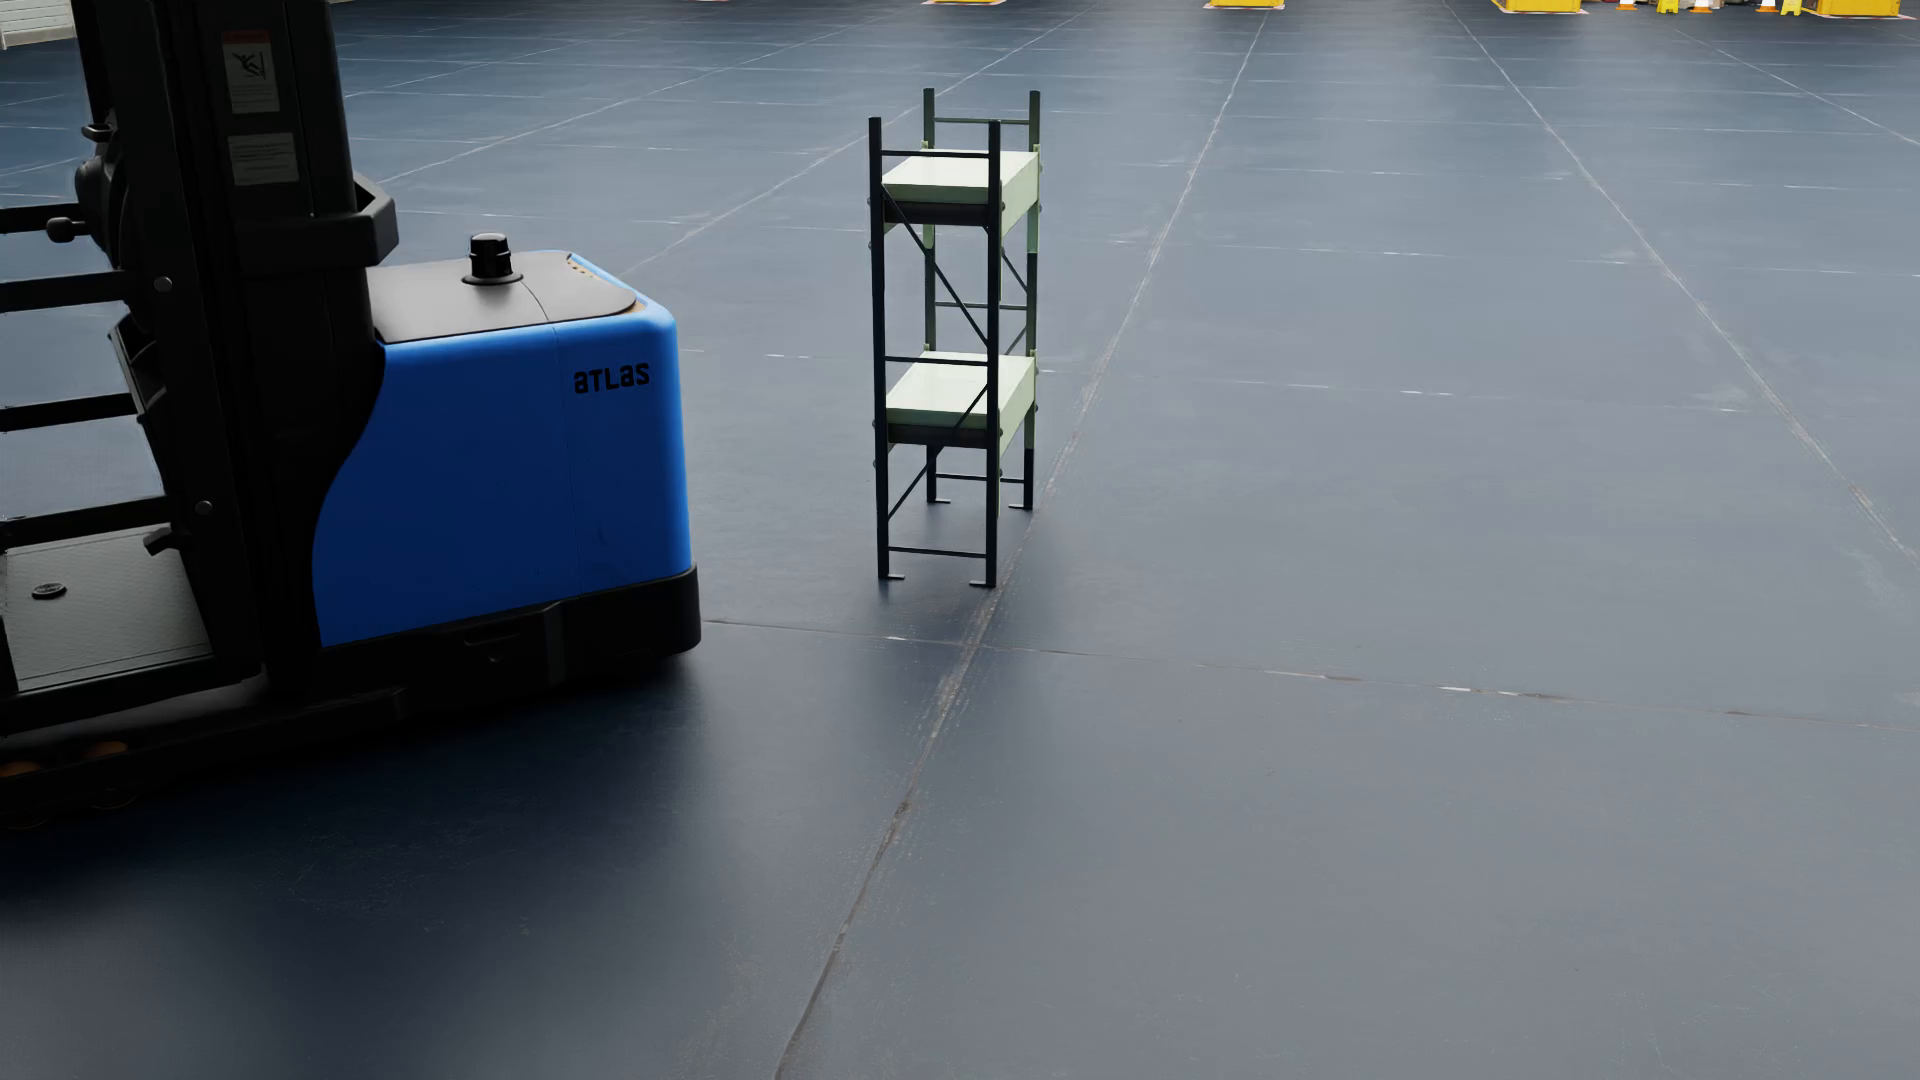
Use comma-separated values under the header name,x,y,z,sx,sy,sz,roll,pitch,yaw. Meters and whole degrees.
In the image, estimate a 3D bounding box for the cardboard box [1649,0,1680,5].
name,x,y,z,sx,sy,sz,roll,pitch,yaw
cardboard box,12.546,-9.646,29.132,0.797,0.503,0.637,-11,25,-26

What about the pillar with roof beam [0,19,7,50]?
name,x,y,z,sx,sy,sz,roll,pitch,yaw
pillar with roof beam,-8.521,-10.245,19.247,9.100,9.000,0.400,4,22,11

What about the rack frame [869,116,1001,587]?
name,x,y,z,sx,sy,sz,roll,pitch,yaw
rack frame,-0.076,-0.559,5.235,0.400,1.500,0.023,4,22,11

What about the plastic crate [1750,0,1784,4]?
name,x,y,z,sx,sy,sz,roll,pitch,yaw
plastic crate,14.359,-9.566,29.499,0.402,0.080,0.583,-3,22,-8

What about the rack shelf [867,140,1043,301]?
name,x,y,z,sx,sy,sz,roll,pitch,yaw
rack shelf,-0.001,-1.055,5.422,0.431,0.370,0.720,4,22,11

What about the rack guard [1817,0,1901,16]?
name,x,y,z,sx,sy,sz,roll,pitch,yaw
rack guard,14.681,-8.837,27.127,1.175,0.500,0.348,4,22,11

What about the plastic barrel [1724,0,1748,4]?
name,x,y,z,sx,sy,sz,roll,pitch,yaw
plastic barrel,13.605,-9.645,29.235,0.421,0.421,0.512,-16,27,-35

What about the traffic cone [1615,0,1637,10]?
name,x,y,z,sx,sy,sz,roll,pitch,yaw
traffic cone,11.298,-9.219,28.124,0.336,0.463,0.334,4,22,11

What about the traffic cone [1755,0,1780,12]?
name,x,y,z,sx,sy,sz,roll,pitch,yaw
traffic cone,13.491,-9.048,27.700,0.336,0.463,0.334,4,22,11

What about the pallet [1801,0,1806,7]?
name,x,y,z,sx,sy,sz,roll,pitch,yaw
pallet,15.133,-9.443,29.017,1.003,0.211,1.213,4,22,11

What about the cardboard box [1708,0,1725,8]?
name,x,y,z,sx,sy,sz,roll,pitch,yaw
cardboard box,12.956,-9.280,28.696,0.380,0.149,0.250,18,28,38

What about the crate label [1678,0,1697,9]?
name,x,y,z,sx,sy,sz,roll,pitch,yaw
crate label,12.434,-9.149,28.388,0.250,0.136,0.298,-7,23,-17

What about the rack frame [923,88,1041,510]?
name,x,y,z,sx,sy,sz,roll,pitch,yaw
rack frame,0.073,-0.827,5.900,0.400,1.500,0.023,4,22,11

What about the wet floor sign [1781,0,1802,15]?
name,x,y,z,sx,sy,sz,roll,pitch,yaw
wet floor sign,13.580,-8.889,27.061,0.267,0.644,0.232,13,25,29

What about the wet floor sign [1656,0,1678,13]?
name,x,y,z,sx,sy,sz,roll,pitch,yaw
wet floor sign,11.732,-9.056,27.475,0.267,0.644,0.232,1,22,2

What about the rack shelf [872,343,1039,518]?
name,x,y,z,sx,sy,sz,roll,pitch,yaw
rack shelf,-0.001,-0.391,5.689,0.431,0.370,0.720,4,22,11

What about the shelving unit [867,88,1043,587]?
name,x,y,z,sx,sy,sz,roll,pitch,yaw
shelving unit,-0.001,-0.693,5.567,0.431,1.500,0.755,4,22,11

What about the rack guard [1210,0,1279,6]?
name,x,y,z,sx,sy,sz,roll,pitch,yaw
rack guard,4.980,-9.593,29.003,1.175,0.500,0.348,4,22,11

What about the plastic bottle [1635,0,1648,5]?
name,x,y,z,sx,sy,sz,roll,pitch,yaw
plastic bottle,11.996,-9.475,29.299,0.133,0.061,0.283,-3,22,-8

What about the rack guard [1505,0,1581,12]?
name,x,y,z,sx,sy,sz,roll,pitch,yaw
rack guard,9.794,-9.141,27.882,1.175,0.500,0.348,4,22,11

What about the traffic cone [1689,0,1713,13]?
name,x,y,z,sx,sy,sz,roll,pitch,yaw
traffic cone,12.335,-9.008,27.601,0.336,0.463,0.334,4,22,11

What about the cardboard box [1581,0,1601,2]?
name,x,y,z,sx,sy,sz,roll,pitch,yaw
cardboard box,11.303,-9.968,29.931,0.500,0.500,0.500,8,23,20

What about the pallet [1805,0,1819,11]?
name,x,y,z,sx,sy,sz,roll,pitch,yaw
pallet,14.882,-8.998,27.912,1.003,0.211,1.213,4,22,11

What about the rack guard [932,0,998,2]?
name,x,y,z,sx,sy,sz,roll,pitch,yaw
rack guard,0.085,-9.974,29.949,1.175,0.500,0.348,4,22,11

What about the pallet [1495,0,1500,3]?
name,x,y,z,sx,sy,sz,roll,pitch,yaw
pallet,10.137,-9.759,29.803,1.003,0.211,1.213,4,22,11

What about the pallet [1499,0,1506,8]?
name,x,y,z,sx,sy,sz,roll,pitch,yaw
pallet,9.886,-9.314,28.698,1.003,0.211,1.213,4,22,11

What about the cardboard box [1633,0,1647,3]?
name,x,y,z,sx,sy,sz,roll,pitch,yaw
cardboard box,12.068,-9.735,29.670,0.396,0.266,0.258,8,23,20

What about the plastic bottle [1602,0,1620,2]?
name,x,y,z,sx,sy,sz,roll,pitch,yaw
plastic bottle,11.641,-9.642,29.713,0.283,0.061,0.133,-3,22,-8

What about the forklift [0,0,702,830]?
name,x,y,z,sx,sy,sz,roll,pitch,yaw
forklift,-2.304,-0.873,4.098,3.031,2.935,1.130,-12,25,-27
